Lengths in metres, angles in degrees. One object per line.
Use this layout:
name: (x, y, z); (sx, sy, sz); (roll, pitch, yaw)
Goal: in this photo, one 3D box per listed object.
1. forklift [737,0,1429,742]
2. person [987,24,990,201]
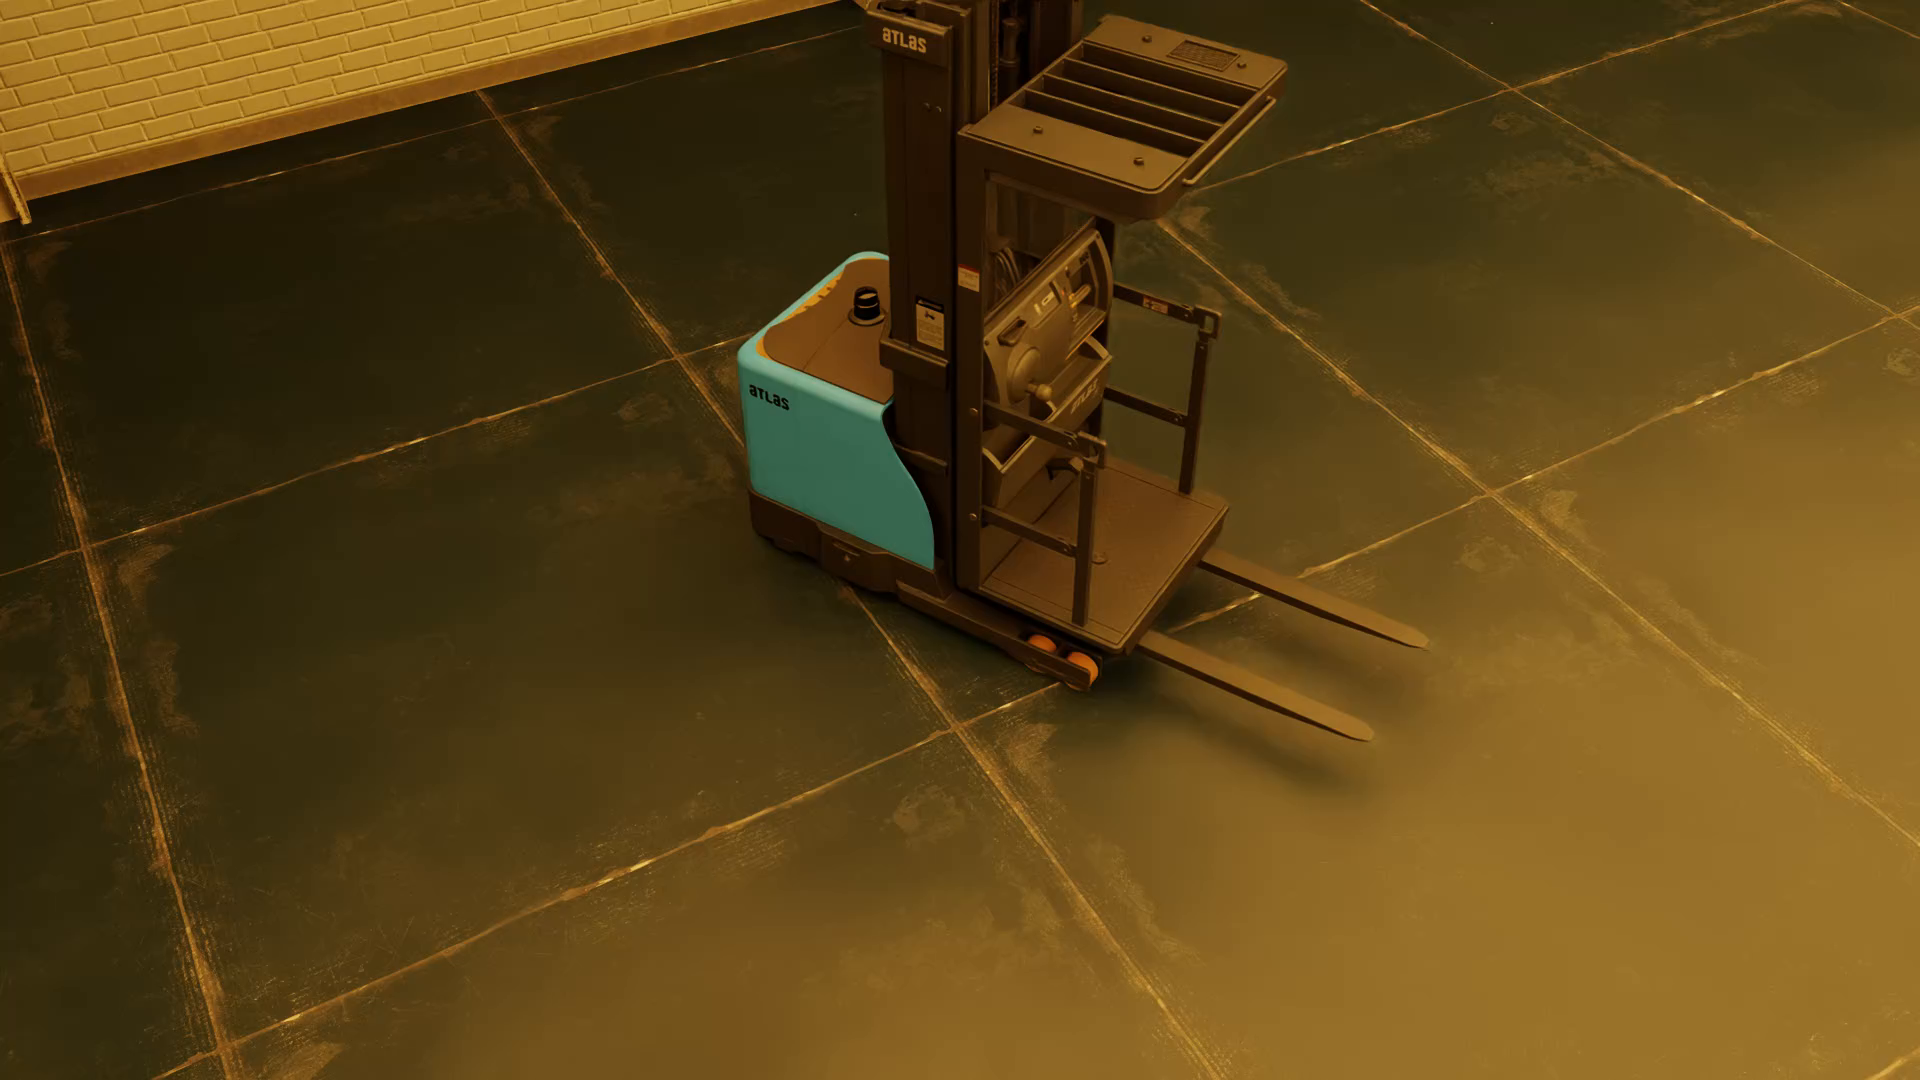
forklift: (0.538, -0.844, 6.608); (3.031, 2.935, 1.130); (23, 48, 23)
person: (0.202, -2.125, 9.135); (0.655, 1.469, 0.839); (-22, 47, -22)
